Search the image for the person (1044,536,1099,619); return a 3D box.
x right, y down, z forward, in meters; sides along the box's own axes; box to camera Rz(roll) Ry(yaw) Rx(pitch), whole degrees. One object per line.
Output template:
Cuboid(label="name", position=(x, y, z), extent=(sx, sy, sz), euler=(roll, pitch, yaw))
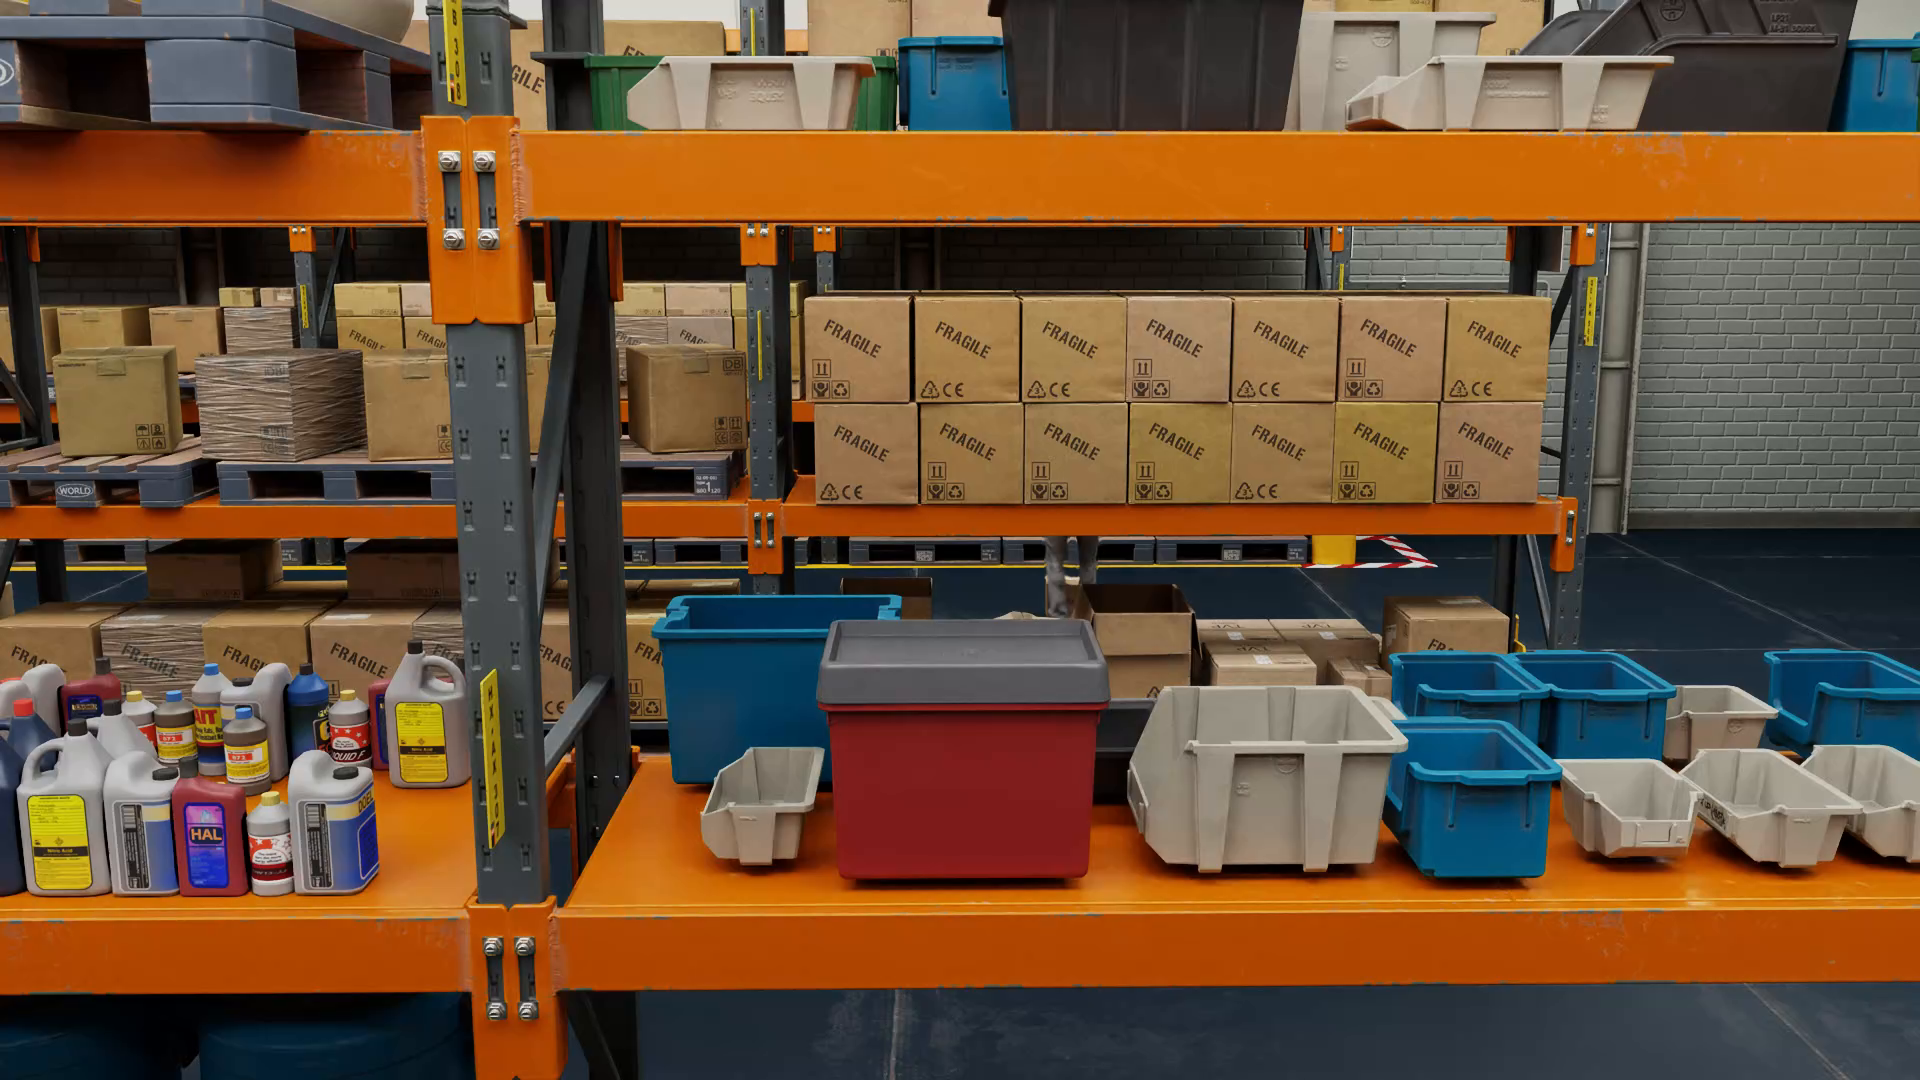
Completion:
Cuboid(label="person", position=(0.713, -0.163, 10.893), extent=(0.417, 1.579, 0.340), euler=(0, 11, 0))
